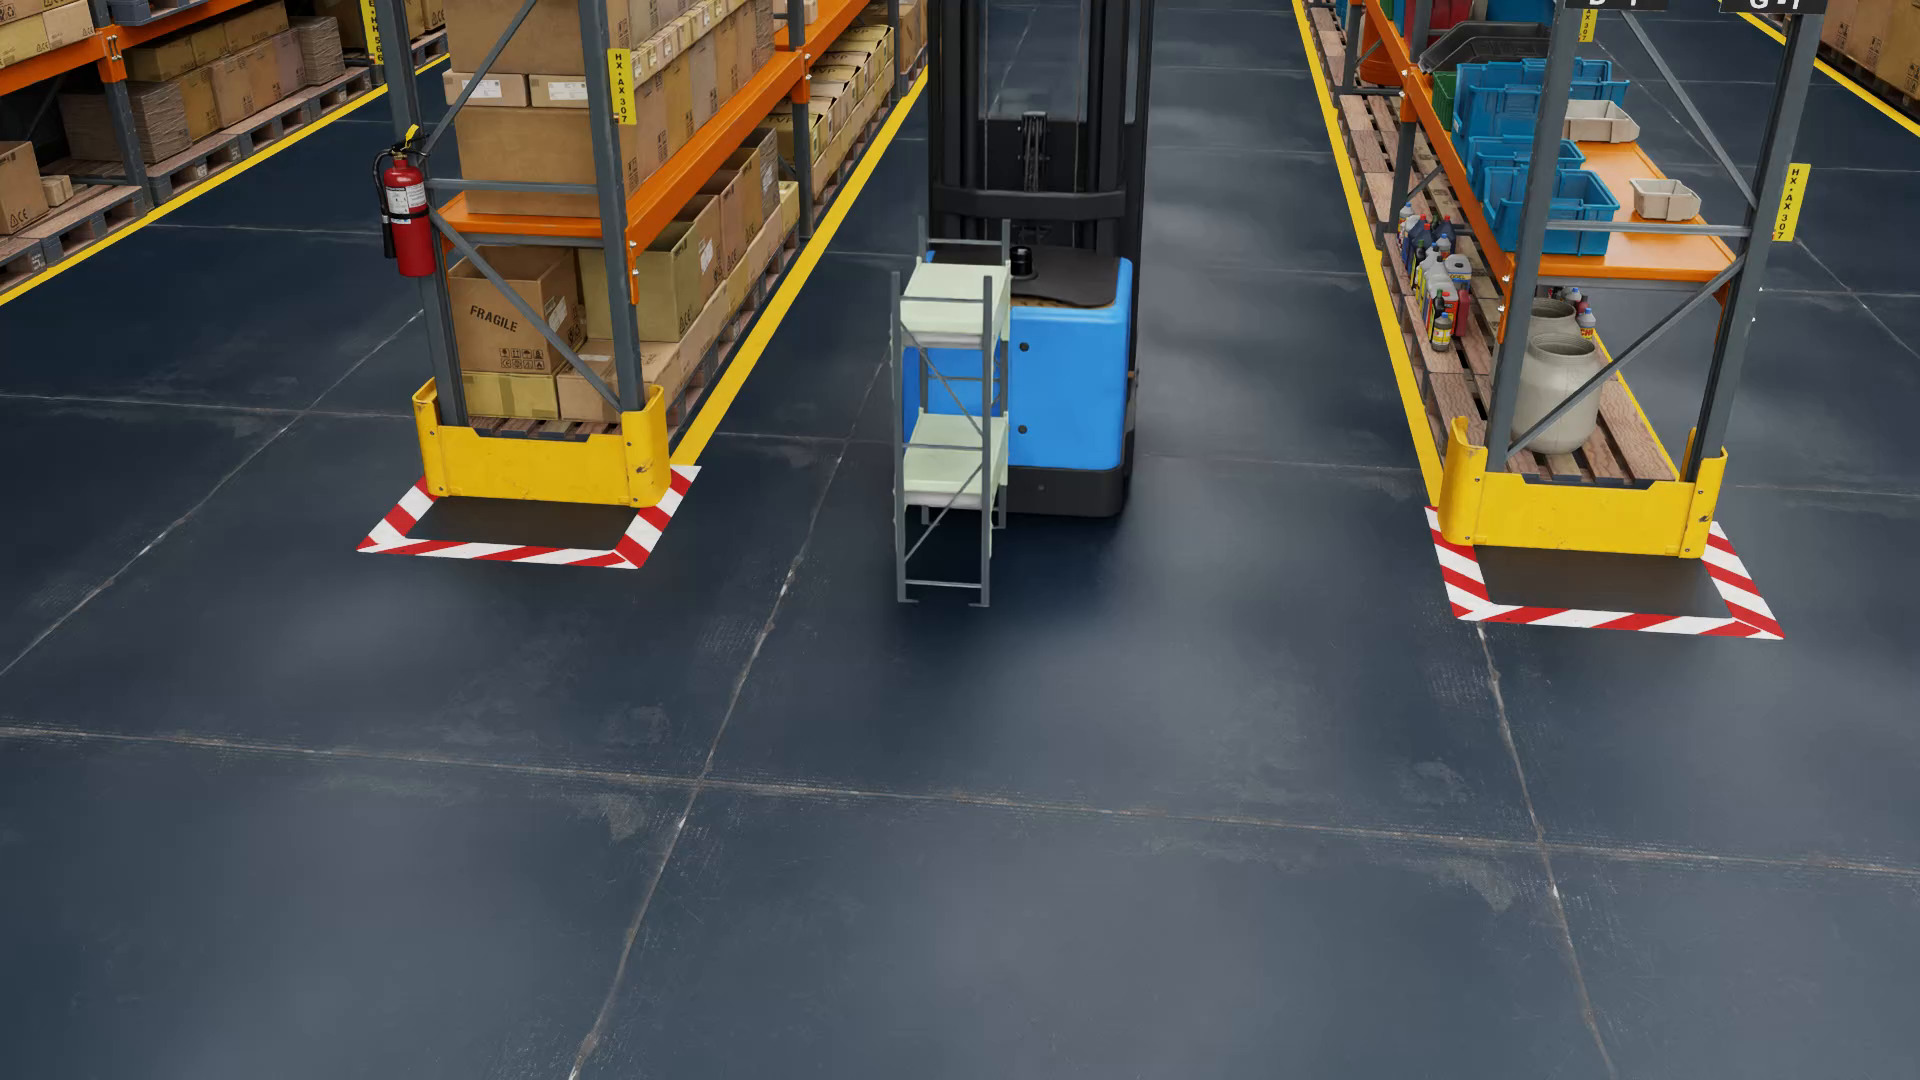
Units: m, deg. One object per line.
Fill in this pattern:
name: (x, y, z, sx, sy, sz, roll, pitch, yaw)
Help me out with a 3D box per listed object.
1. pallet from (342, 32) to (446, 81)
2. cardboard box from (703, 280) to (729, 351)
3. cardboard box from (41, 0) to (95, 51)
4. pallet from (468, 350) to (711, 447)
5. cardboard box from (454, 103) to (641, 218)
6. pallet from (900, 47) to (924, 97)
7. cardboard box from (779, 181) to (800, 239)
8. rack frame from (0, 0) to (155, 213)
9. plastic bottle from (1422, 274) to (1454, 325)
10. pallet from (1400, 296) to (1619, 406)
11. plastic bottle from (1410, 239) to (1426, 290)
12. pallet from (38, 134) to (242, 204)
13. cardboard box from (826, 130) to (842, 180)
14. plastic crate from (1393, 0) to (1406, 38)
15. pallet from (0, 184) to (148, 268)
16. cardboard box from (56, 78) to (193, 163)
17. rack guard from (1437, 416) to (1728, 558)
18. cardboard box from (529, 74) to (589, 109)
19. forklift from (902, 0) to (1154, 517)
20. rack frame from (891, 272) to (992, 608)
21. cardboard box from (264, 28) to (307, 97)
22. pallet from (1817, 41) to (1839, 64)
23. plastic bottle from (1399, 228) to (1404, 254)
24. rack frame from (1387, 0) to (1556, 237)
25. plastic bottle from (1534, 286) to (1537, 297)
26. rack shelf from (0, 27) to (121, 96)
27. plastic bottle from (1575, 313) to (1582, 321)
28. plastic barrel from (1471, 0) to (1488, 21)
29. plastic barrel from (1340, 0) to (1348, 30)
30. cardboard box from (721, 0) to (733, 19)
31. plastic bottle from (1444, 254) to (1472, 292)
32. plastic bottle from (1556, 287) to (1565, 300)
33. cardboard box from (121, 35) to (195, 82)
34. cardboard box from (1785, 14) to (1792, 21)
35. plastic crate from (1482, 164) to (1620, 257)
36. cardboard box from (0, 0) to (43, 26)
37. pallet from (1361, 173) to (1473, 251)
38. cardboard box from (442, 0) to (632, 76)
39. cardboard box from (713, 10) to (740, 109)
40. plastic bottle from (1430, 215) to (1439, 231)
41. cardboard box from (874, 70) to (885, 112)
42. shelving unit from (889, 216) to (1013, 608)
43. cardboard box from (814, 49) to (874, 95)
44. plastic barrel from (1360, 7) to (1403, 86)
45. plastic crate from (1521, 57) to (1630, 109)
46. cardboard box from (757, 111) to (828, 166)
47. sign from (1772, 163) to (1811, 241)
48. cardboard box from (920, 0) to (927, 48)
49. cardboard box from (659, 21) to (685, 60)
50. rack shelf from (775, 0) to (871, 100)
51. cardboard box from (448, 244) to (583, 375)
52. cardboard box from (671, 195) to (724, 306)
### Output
pallet: (-5.793, -4.791, 16.420, 1.003, 0.211, 1.213, 3, 28, 6)
cardboard box: (-1.622, -1.284, 9.428, 0.500, 0.250, 0.500, 3, 28, 6)
cardboard box: (-6.211, -3.471, 11.167, 0.500, 0.250, 0.500, 3, 29, 6)
pallet: (-1.975, -0.735, 8.891, 1.003, 0.211, 1.213, 3, 28, 6)
cardboard box: (-1.958, -1.863, 7.940, 0.700, 0.500, 0.500, 3, 28, 6)
pallet: (-0.918, -4.487, 15.856, 1.003, 0.211, 1.213, 3, 28, 6)
cardboard box: (-1.377, -2.226, 11.175, 0.500, 0.250, 0.500, 3, 28, 6)
rack frame: (-6.454, -3.769, 11.583, 1.000, 3.000, 0.127, 3, 28, 6)
plastic bottle: (2.753, -1.377, 9.551, 0.152, 0.276, 0.135, 3, 28, 5)
pallet: (3.108, -1.076, 9.524, 1.003, 0.211, 1.213, 3, 28, 6)
plastic bottle: (2.783, -1.671, 10.089, 0.061, 0.283, 0.133, 5, 29, 8)
pallet: (-6.360, -2.908, 12.925, 1.003, 0.211, 1.213, 3, 28, 6)
cardboard box: (-1.178, -2.873, 12.376, 0.500, 0.250, 0.500, 4, 29, 7)
plastic crate: (3.205, -3.723, 11.515, 0.392, 0.384, 0.575, 3, 28, 6)
pallet: (-6.501, -2.223, 11.653, 1.003, 0.211, 1.213, 3, 28, 6)
cardboard box: (-6.380, -3.209, 12.716, 0.700, 0.500, 0.500, 4, 29, 8)
rack guard: (2.851, -0.248, 7.683, 1.175, 0.500, 0.348, 3, 28, 6)
cardboard box: (-1.766, -2.101, 7.699, 0.380, 0.149, 0.250, 3, 28, 6)
forklift: (0.415, -2.071, 8.504, 1.130, 2.935, 3.031, 3, 28, 6)
rack frame: (-0.073, -0.381, 6.875, 0.400, 1.500, 0.023, 3, 28, 6)
cardboard box: (-6.179, -4.167, 14.494, 0.700, 0.500, 0.500, 3, 28, 6)
pallet: (9.254, -5.076, 16.949, 1.003, 0.211, 1.213, 3, 28, 6)
plastic bottle: (2.879, -1.934, 10.665, 0.097, 0.201, 0.097, 0, 28, 0)
rack frame: (3.378, -3.193, 10.514, 1.000, 3.000, 0.127, 3, 28, 6)
plastic bottle: (3.393, -1.558, 9.880, 0.061, 0.283, 0.133, 3, 28, 6)
rack shelf: (-6.699, -2.511, 10.006, 1.077, 0.370, 4.000, 3, 28, 6)
plastic bottle: (3.432, -1.156, 9.219, 0.097, 0.201, 0.097, 0, 28, 0)
plastic barrel: (3.713, -3.690, 11.294, 0.433, 0.535, 0.433, 0, 28, 0)
plastic barrel: (4.188, -5.631, 16.810, 0.600, 0.901, 0.708, 3, 28, 6)
cardboard box: (-1.515, -3.074, 9.504, 0.380, 0.149, 0.250, 4, 29, 8)
plastic bottle: (2.942, -1.546, 9.865, 0.152, 0.276, 0.135, 3, 28, 6)
plastic bottle: (3.486, -1.362, 9.602, 0.097, 0.201, 0.097, 0, 28, 0)
cardboard box: (-6.330, -3.747, 12.923, 0.500, 0.250, 0.500, 3, 28, 5)
cardboard box: (9.216, -5.618, 16.813, 1.225, 0.875, 0.875, 3, 29, 6)
plastic crate: (2.652, -1.498, 7.524, 0.499, 0.251, 0.616, 3, 28, 6)
cardboard box: (-6.261, -3.566, 10.553, 0.500, 0.500, 0.500, 3, 28, 6)
pallet: (3.436, -2.337, 11.866, 1.003, 0.211, 1.213, 3, 28, 6)
cardboard box: (-1.951, -2.459, 7.678, 0.700, 0.500, 0.500, 3, 29, 6)
cardboard box: (-1.709, -2.833, 9.740, 0.700, 0.500, 0.500, 4, 29, 7)
plastic bottle: (2.997, -1.907, 10.526, 0.061, 0.283, 0.133, 3, 28, 6)
cardboard box: (-0.929, -3.835, 14.162, 0.500, 0.250, 0.500, 3, 28, 6)
shelving unit: (-0.028, -0.553, 7.195, 0.431, 1.500, 0.755, 3, 28, 6)
cardboard box: (-0.989, -3.843, 13.586, 0.500, 0.311, 0.500, 3, 28, 6)
plastic barrel: (3.911, -4.537, 14.853, 0.600, 0.830, 0.708, 3, 28, 6)
plastic crate: (3.512, -2.591, 9.553, 0.499, 0.251, 0.616, 3, 28, 6)
cardboard box: (-1.239, -2.884, 11.805, 0.500, 0.311, 0.500, 3, 29, 6)
sign: (3.434, -1.398, 6.890, 0.100, 0.325, 0.005, 3, 28, 6)
cardboard box: (-0.583, -5.139, 16.298, 0.500, 0.500, 0.500, 3, 28, 6)
cardboard box: (-1.641, -2.588, 8.601, 0.380, 0.149, 0.250, 2, 28, 4)
rack shelf: (-1.292, -4.107, 12.970, 1.077, 0.370, 4.000, 3, 28, 6)
cardboard box: (-2.257, -1.174, 8.432, 0.500, 0.500, 0.500, 3, 28, 6)
cardboard box: (-1.633, -1.615, 9.251, 0.500, 0.500, 0.500, 3, 28, 6)
